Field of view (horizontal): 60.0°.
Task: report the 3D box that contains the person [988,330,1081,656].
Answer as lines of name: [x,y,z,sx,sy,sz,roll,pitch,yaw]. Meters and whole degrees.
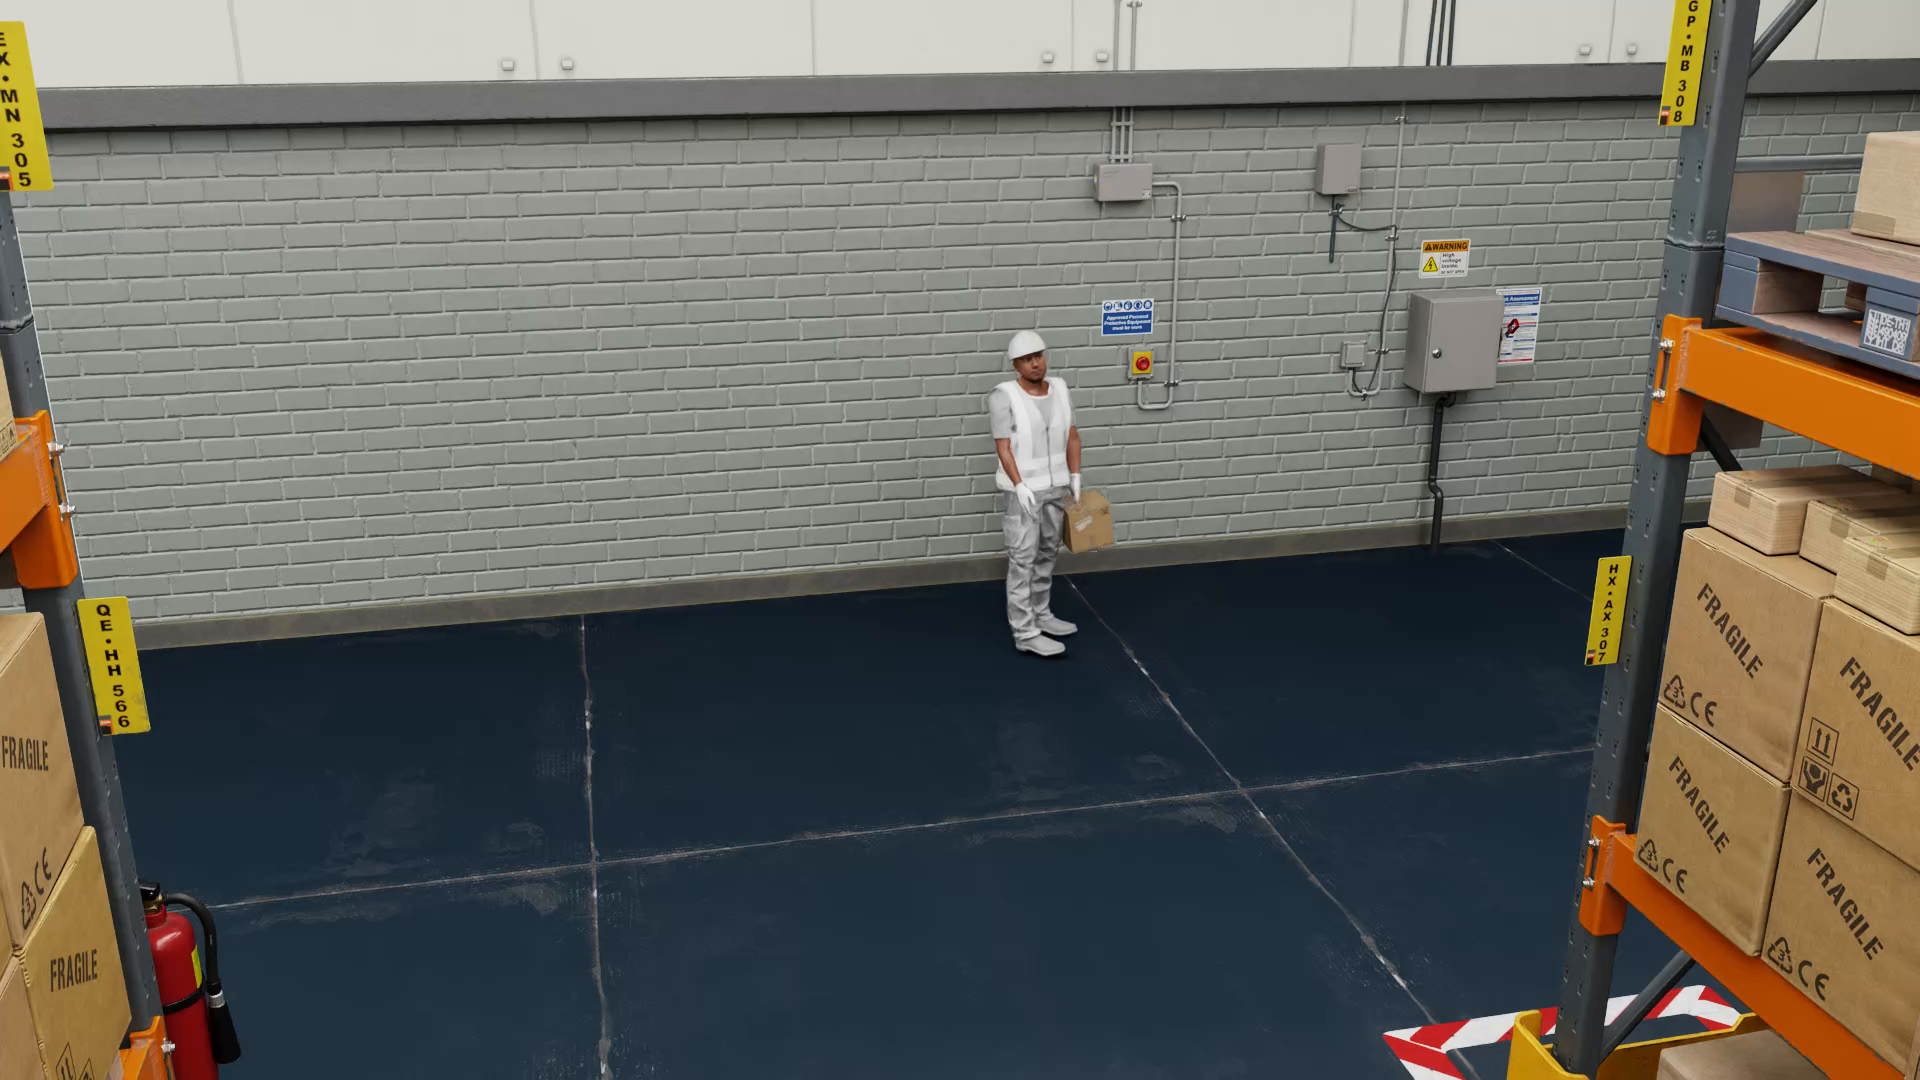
person: [0.482,-0.270,9.251,0.548,1.789,0.566,-15,24,-36]
